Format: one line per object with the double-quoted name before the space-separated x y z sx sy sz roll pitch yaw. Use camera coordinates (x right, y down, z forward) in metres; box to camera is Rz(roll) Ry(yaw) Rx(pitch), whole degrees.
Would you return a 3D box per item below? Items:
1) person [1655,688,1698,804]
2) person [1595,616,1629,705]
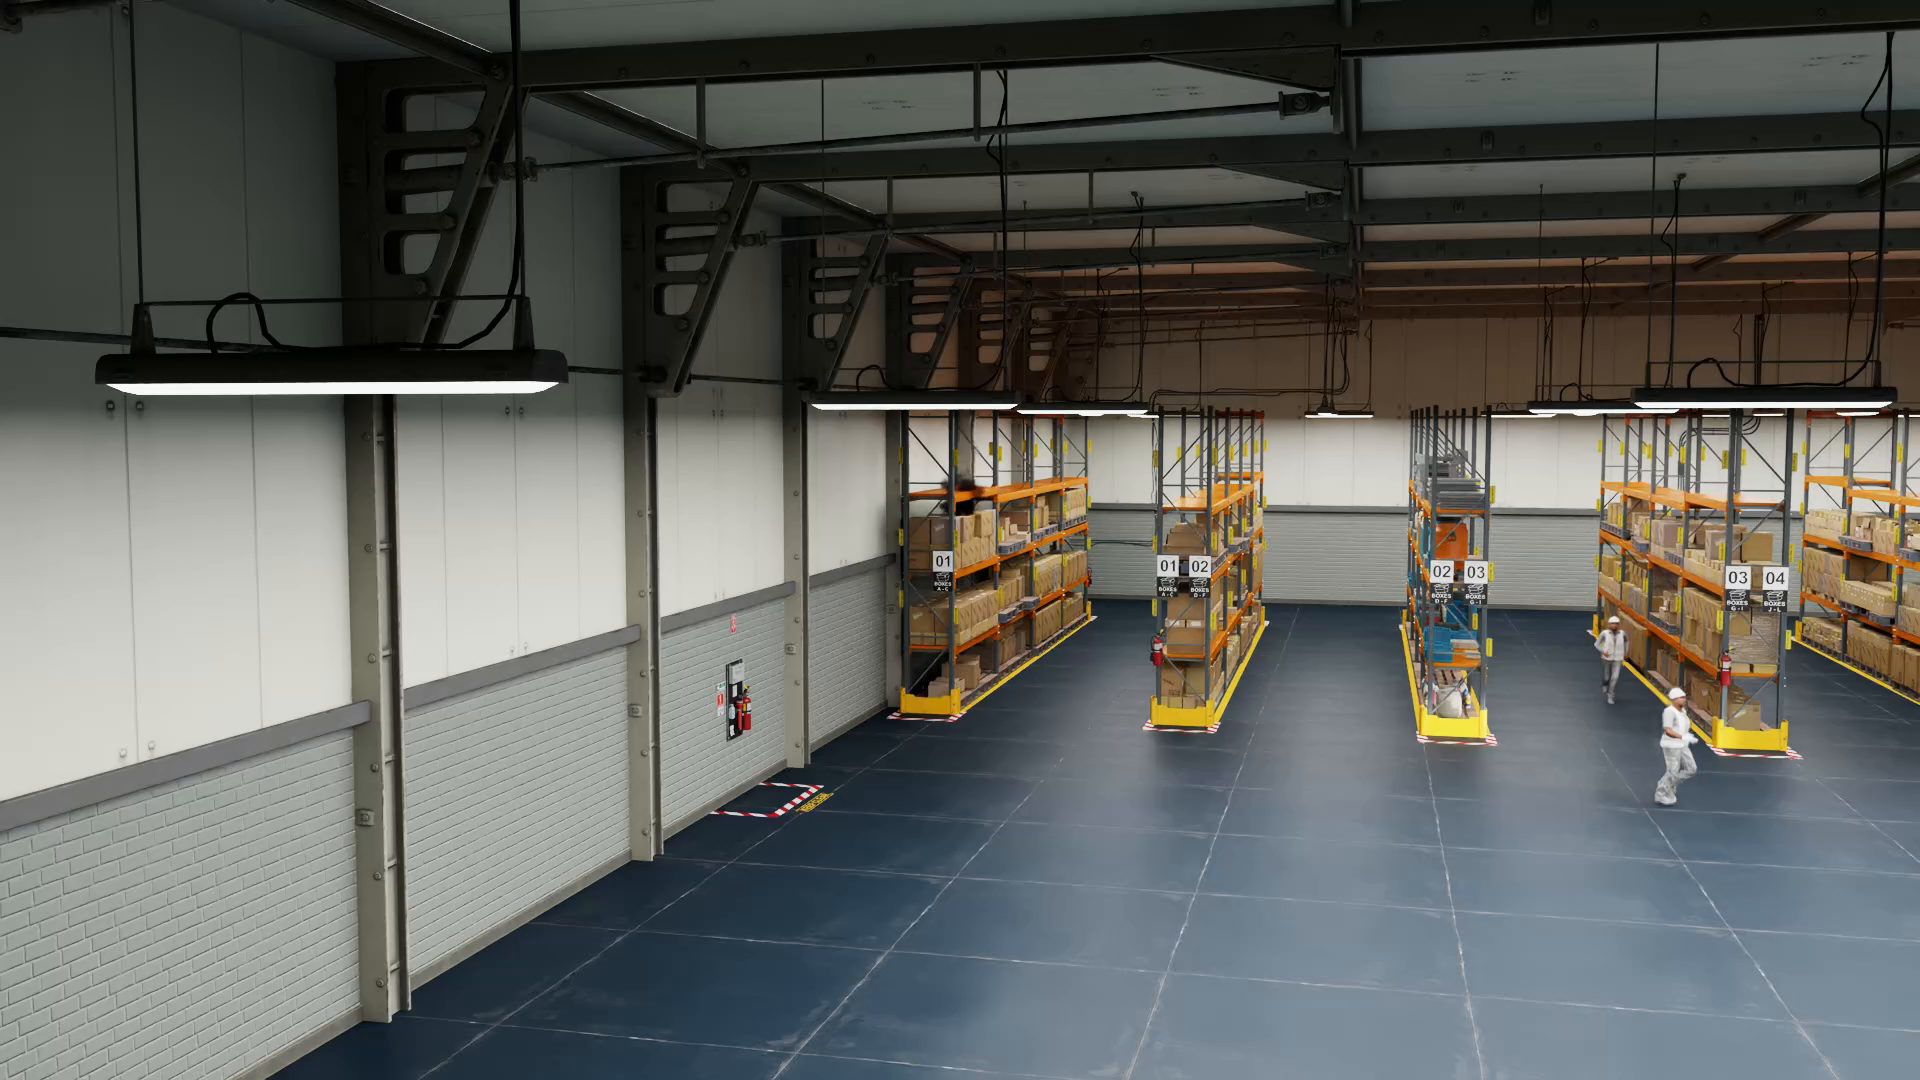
"person" 10.677 3.070 24.673 0.721 1.759 0.638 -4 6 -44
"person" 13.286 2.424 33.881 0.683 1.767 0.928 1 4 13
